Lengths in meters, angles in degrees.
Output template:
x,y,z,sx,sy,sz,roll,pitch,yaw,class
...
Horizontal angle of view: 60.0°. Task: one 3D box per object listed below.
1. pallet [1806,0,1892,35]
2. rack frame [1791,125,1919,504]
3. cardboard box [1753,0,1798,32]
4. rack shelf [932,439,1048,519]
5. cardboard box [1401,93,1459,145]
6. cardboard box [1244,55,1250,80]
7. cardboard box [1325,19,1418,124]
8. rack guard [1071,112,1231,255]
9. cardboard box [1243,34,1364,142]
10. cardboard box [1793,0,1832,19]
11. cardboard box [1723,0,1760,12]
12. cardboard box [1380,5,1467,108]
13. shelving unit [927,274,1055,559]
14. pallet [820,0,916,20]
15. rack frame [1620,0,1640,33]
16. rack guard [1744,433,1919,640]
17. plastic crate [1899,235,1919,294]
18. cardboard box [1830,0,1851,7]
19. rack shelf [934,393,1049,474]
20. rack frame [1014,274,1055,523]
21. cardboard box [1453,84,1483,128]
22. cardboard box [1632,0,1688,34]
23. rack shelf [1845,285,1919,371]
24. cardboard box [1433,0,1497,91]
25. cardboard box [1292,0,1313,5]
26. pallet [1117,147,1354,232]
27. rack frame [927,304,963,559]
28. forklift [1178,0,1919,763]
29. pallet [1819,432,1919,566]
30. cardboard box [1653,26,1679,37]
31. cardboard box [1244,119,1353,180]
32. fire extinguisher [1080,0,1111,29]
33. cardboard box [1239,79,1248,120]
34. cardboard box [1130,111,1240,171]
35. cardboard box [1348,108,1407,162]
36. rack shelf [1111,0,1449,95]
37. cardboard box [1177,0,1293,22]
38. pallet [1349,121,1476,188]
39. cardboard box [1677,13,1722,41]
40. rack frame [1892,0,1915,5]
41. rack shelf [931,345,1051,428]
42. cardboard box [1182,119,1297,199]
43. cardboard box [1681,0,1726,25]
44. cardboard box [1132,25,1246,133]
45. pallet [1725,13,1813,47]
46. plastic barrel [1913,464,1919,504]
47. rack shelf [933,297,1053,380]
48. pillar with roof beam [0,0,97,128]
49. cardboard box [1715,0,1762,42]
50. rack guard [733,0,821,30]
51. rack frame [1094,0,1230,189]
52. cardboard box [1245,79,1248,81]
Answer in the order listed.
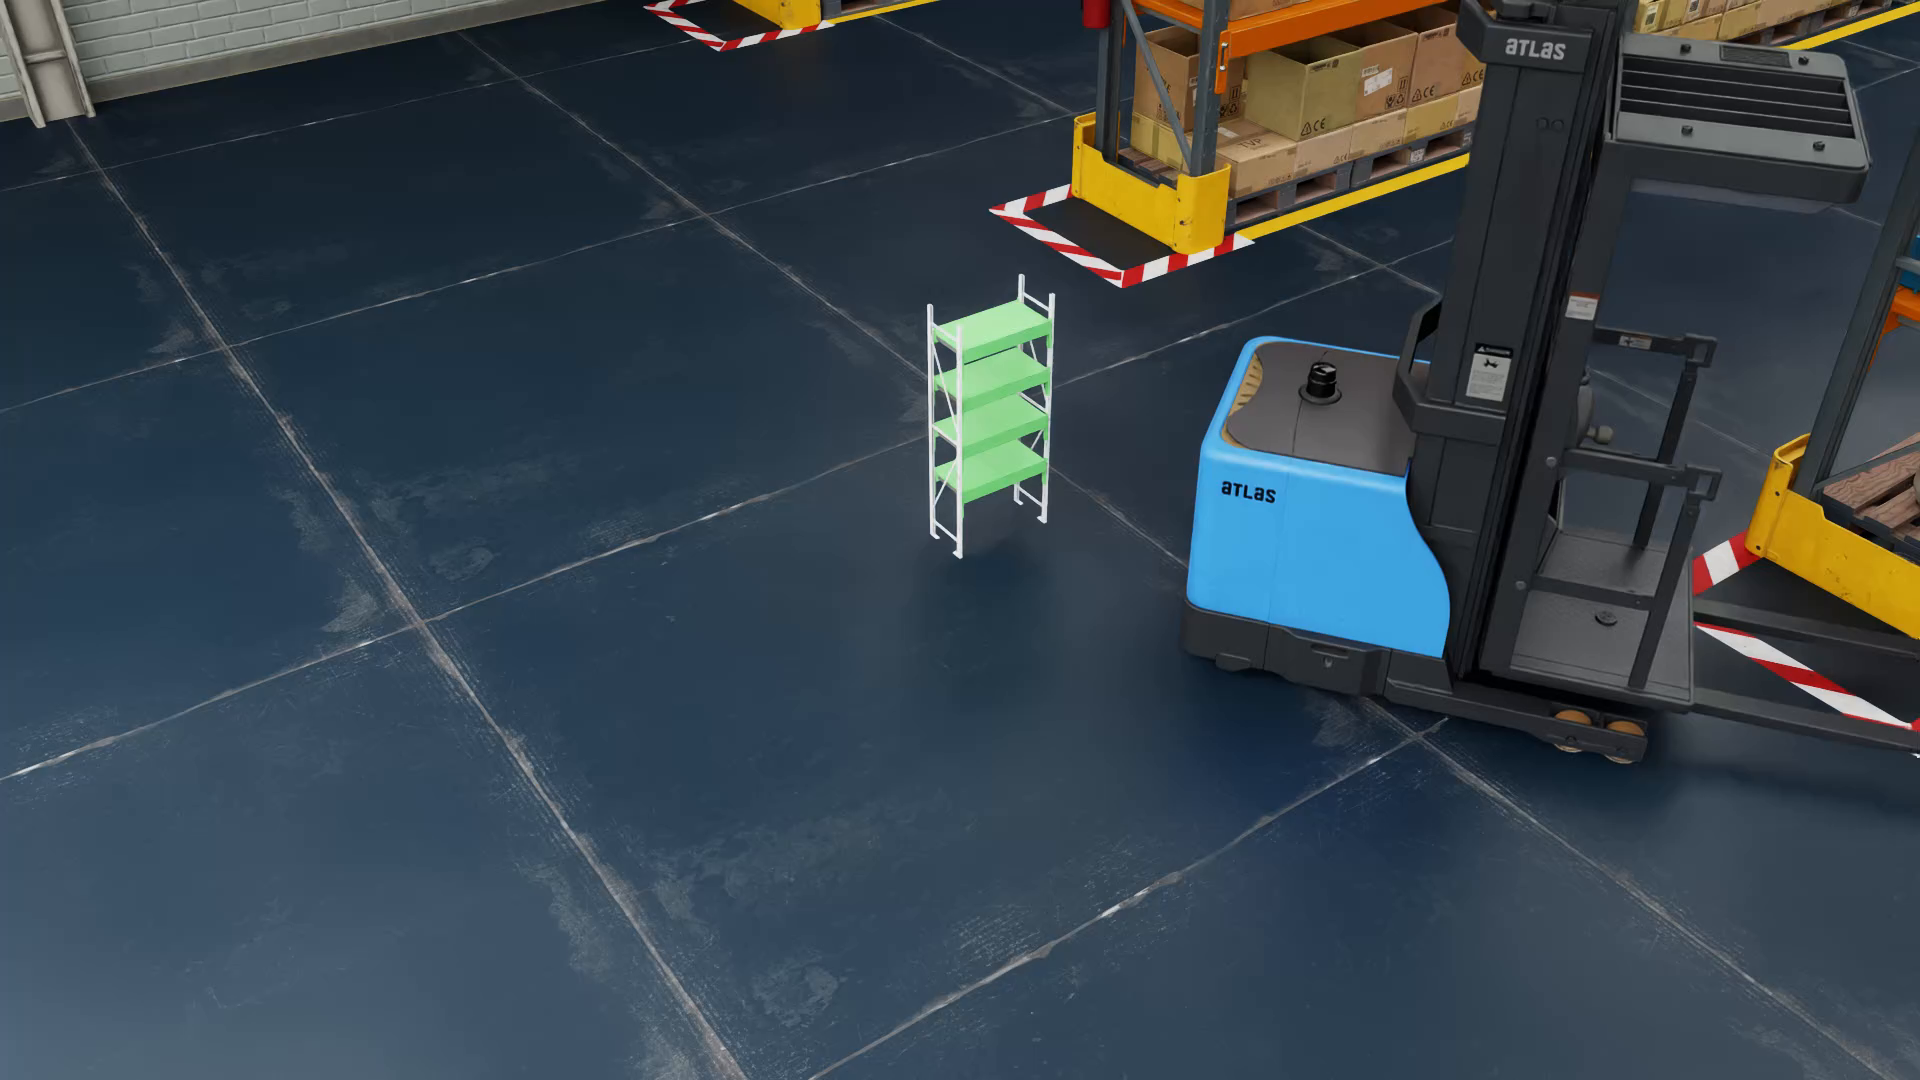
x,y,z,sx,sy,sz,roll,pitch,yaw,class
7.046,-4.593,13.956,1.213,0.211,1.003,-22,41,-28,pallet
4.052,-0.927,6.471,0.127,3.000,1.000,-22,41,-28,rack frame
6.201,-4.227,13.054,0.500,0.250,0.500,-22,41,-27,cardboard box
0.135,-0.296,7.655,0.480,0.148,0.258,-22,41,-28,rack shelf
2.996,-2.925,11.243,0.500,0.250,0.500,-22,41,-28,cardboard box
2.278,-3.317,11.146,0.500,0.500,0.500,-22,41,-28,cardboard box
2.577,-3.069,10.801,0.500,0.500,0.500,-22,41,-28,cardboard box
1.182,-2.270,10.478,0.348,0.500,1.175,-22,41,-28,rack guard
2.176,-2.895,10.559,0.500,0.500,0.500,-22,41,-28,cardboard box
6.620,-4.402,13.296,0.500,0.250,0.500,-21,41,-27,cardboard box
5.787,-4.281,12.648,0.500,0.311,0.500,-24,42,-29,cardboard box
2.996,-3.229,11.023,0.500,0.500,0.500,-22,41,-28,cardboard box
0.135,-0.543,7.477,0.503,1.200,0.258,-22,41,-28,shelving unit
-0.908,-4.806,14.251,1.213,0.211,1.003,-22,41,-28,pallet
4.472,-4.638,11.630,0.127,3.000,1.000,-22,41,-28,rack frame
4.087,0.039,7.267,0.348,0.500,1.175,-22,41,-28,rack guard
4.289,-1.178,6.947,0.616,0.251,0.499,-22,41,-28,plastic crate
7.032,-4.569,13.530,0.500,0.250,0.500,-23,42,-28,cardboard box
0.135,-0.491,7.514,0.480,0.148,0.258,-22,41,-28,rack shelf
0.335,-0.625,7.591,0.015,1.200,0.240,-22,41,-28,rack frame
3.404,-3.093,11.477,0.500,0.250,0.500,-22,41,-28,cardboard box
4.953,-3.940,12.174,0.500,0.311,0.500,-22,41,-28,cardboard box
5.687,-1.308,7.616,4.000,0.370,1.077,-22,41,-28,rack shelf
3.397,-3.404,11.267,0.500,0.500,0.500,-22,41,-28,cardboard box
2.017,-3.663,10.189,0.500,0.500,0.700,-21,41,-27,cardboard box
1.803,-2.438,10.959,1.213,0.211,1.003,-22,41,-28,pallet
-0.064,-0.461,7.363,0.015,1.200,0.240,-22,41,-28,rack frame
2.498,-0.664,6.163,3.031,2.935,1.130,12,37,16,forklift
4.755,-0.114,7.728,1.213,0.211,1.003,-22,41,-28,pallet
4.944,-3.710,12.334,0.500,0.250,0.500,-23,42,-29,cardboard box
2.175,-2.591,10.779,0.500,0.250,0.500,-22,41,-28,cardboard box
0.838,-3.443,10.035,0.183,0.674,0.296,-22,41,-28,fire extinguisher
1.872,-2.842,11.128,0.500,0.250,0.500,-22,41,-28,cardboard box
1.470,-2.668,10.886,0.500,0.250,0.500,-22,41,-28,cardboard box
2.584,-2.759,11.013,0.500,0.250,0.500,-22,41,-28,cardboard box
2.837,-3.673,10.905,4.000,0.370,1.077,-22,41,-28,rack shelf
1.591,-3.484,9.940,0.500,0.500,0.700,-22,41,-28,cardboard box
2.799,-2.846,11.526,1.213,0.211,1.003,-22,41,-28,pallet
5.363,-3.881,12.573,0.500,0.250,0.500,-21,41,-27,cardboard box
7.741,-5.984,13.501,0.127,3.000,1.000,-22,41,-28,rack frame
0.135,-0.686,7.374,0.480,0.148,0.258,-22,41,-28,rack shelf
1.769,-2.421,10.543,0.500,0.250,0.500,-22,41,-28,cardboard box
5.365,-4.106,12.405,0.500,0.311,0.500,-23,42,-28,cardboard box
1.469,-2.974,10.669,0.500,0.500,0.500,-22,41,-28,cardboard box
6.049,-4.185,13.389,1.213,0.211,1.003,-22,41,-28,pallet
4.546,-0.346,7.433,0.421,0.512,0.421,0,36,0,plastic barrel
0.135,-0.881,7.234,0.480,0.148,0.258,-22,41,-28,rack shelf
-4.005,-4.667,6.532,0.400,9.000,9.100,-22,41,-28,pillar with roof beam
5.784,-4.057,12.817,0.500,0.250,0.500,-24,42,-29,cardboard box
-1.593,-4.666,13.810,0.348,0.500,1.175,-22,41,-28,rack guard
1.202,-3.293,9.759,0.127,3.000,1.000,-22,41,-28,rack frame
2.280,-3.011,11.363,0.500,0.250,0.500,-22,41,-28,cardboard box
